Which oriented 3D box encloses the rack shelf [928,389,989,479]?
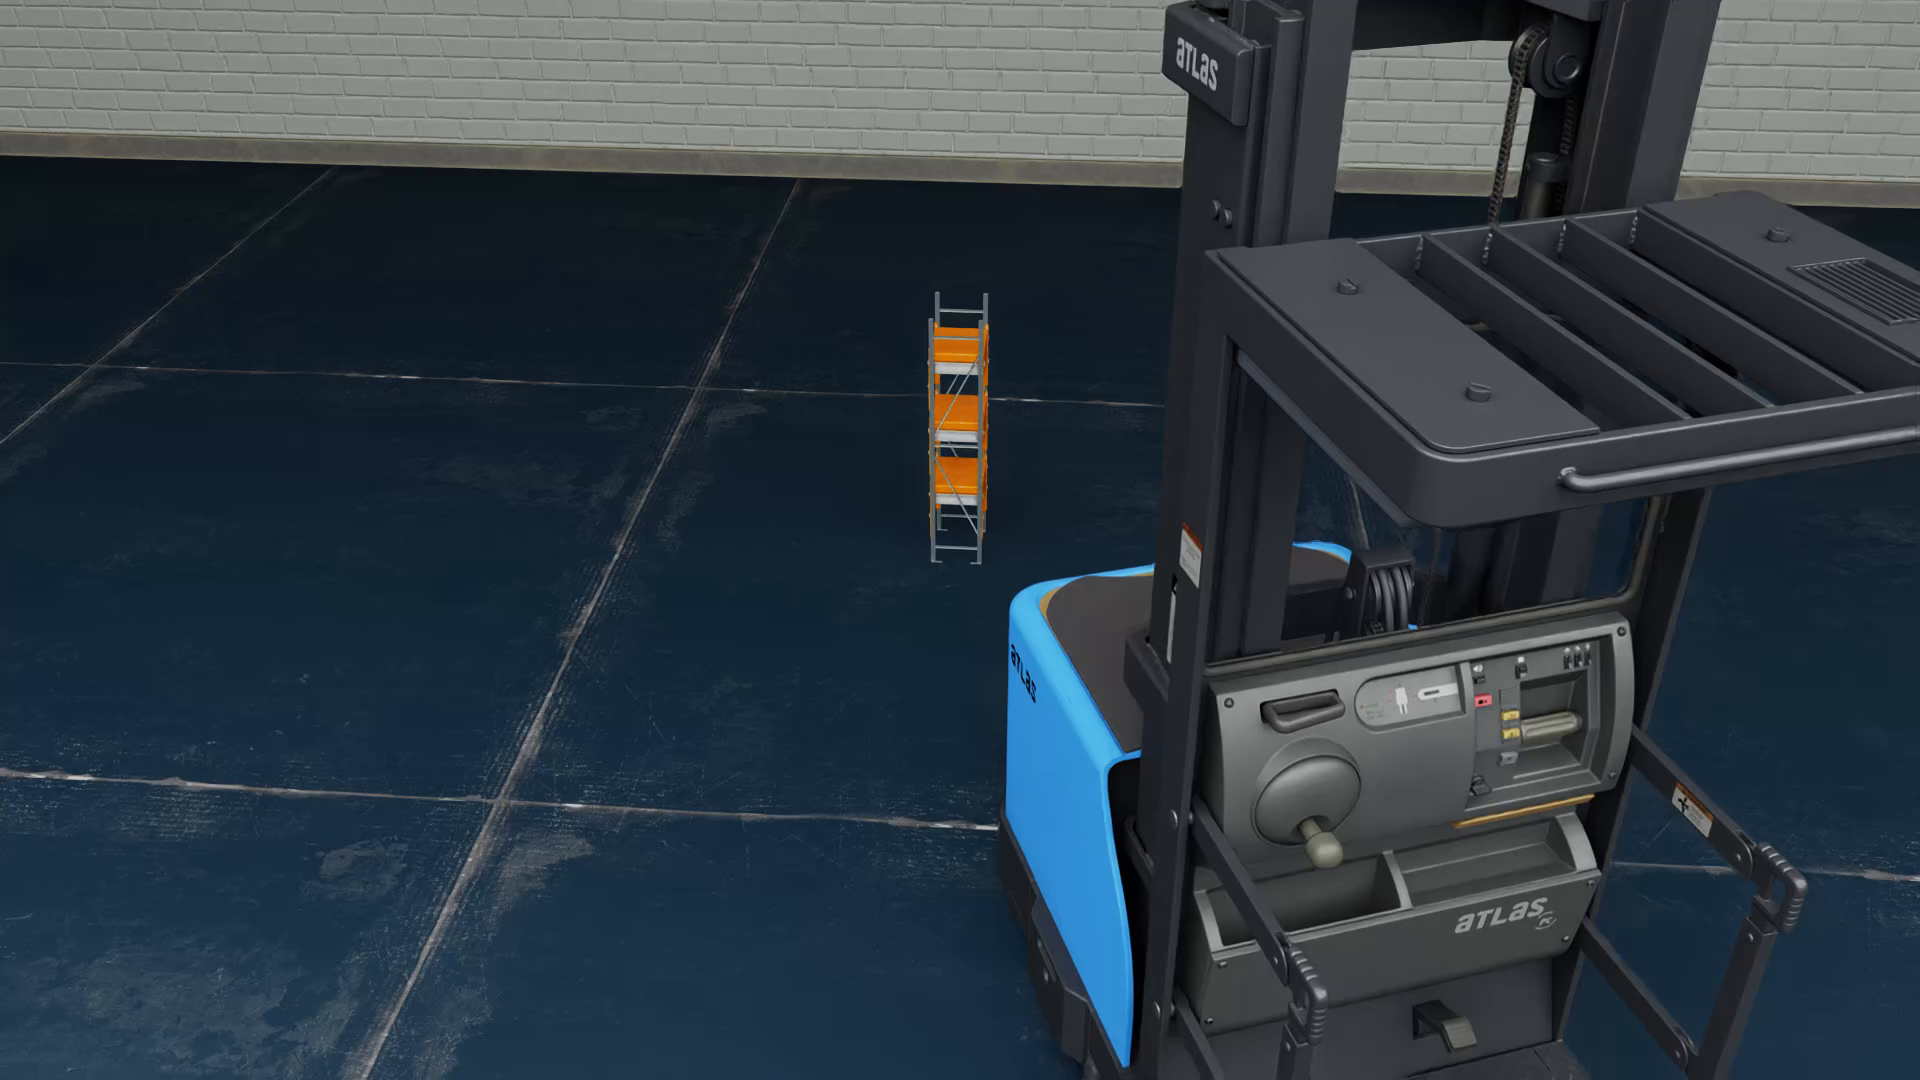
[{"bbox_3d":[-0.004,-0.410,6.435,0.215,0.259,0.240,2,32,4],"label":"rack shelf"}]

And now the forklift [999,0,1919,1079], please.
[{"bbox_3d":[1.015,0.462,3.206,1.130,2.935,3.031,-9,33,-14],"label":"forklift"}]

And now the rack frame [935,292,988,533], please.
[{"bbox_3d":[0.006,-0.483,6.533,0.200,1.050,0.008,2,32,4],"label":"rack frame"}]

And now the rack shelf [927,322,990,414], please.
[{"bbox_3d":[-0.004,-0.652,6.286,0.215,0.259,0.240,2,32,4],"label":"rack shelf"}]

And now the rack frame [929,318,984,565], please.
[{"bbox_3d":[-0.014,-0.355,6.326,0.200,1.050,0.008,2,32,4],"label":"rack frame"}]

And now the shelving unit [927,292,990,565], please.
[{"bbox_3d":[-0.004,-0.419,6.429,0.215,1.050,0.252,2,32,4],"label":"shelving unit"}]

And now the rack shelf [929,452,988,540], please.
[{"bbox_3d":[-0.004,-0.173,6.581,0.215,0.259,0.240,2,32,4],"label":"rack shelf"}]
